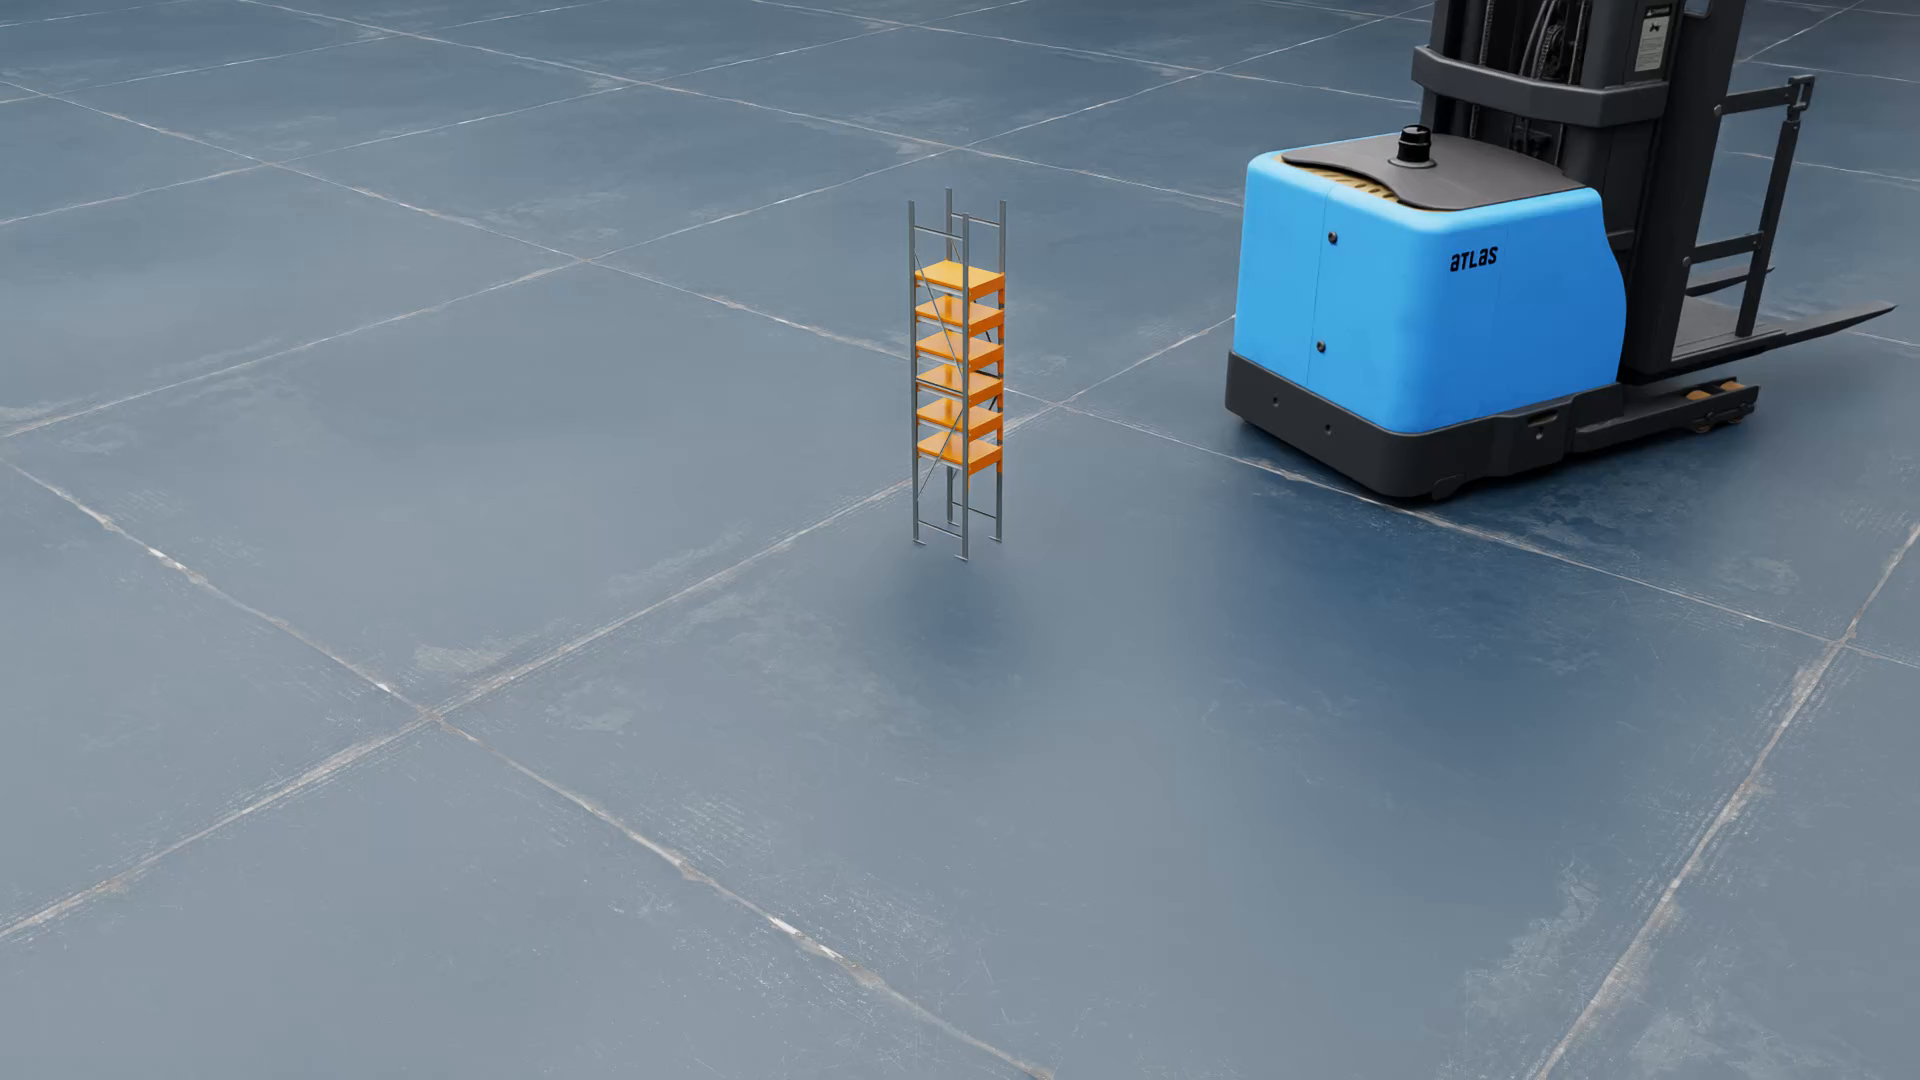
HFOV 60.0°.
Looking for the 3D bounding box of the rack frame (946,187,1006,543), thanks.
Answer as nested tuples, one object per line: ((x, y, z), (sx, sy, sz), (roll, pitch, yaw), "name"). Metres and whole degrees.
((0.049, -0.560, 5.527), (0.240, 1.200, 0.006), (21, 34, 34), "rack frame")

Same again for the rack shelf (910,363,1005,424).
((-0.009, -0.488, 5.485), (0.258, 0.103, 0.180), (21, 34, 34), "rack shelf")

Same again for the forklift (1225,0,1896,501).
((2.594, -1.920, 6.271), (3.031, 2.935, 1.130), (-14, 31, -26), "forklift")

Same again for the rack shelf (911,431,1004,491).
((-0.009, -0.275, 5.595), (0.258, 0.103, 0.180), (21, 34, 34), "rack shelf")

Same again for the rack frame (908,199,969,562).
((-0.067, -0.495, 5.402), (0.240, 1.200, 0.006), (21, 34, 34), "rack frame")

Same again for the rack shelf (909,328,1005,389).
((-0.009, -0.595, 5.430), (0.258, 0.103, 0.180), (21, 34, 34), "rack shelf")

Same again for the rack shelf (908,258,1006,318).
((-0.009, -0.808, 5.319), (0.258, 0.103, 0.180), (21, 34, 34), "rack shelf")

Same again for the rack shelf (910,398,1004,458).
((-0.009, -0.382, 5.540), (0.258, 0.103, 0.180), (21, 34, 34), "rack shelf")

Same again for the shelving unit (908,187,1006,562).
((-0.009, -0.528, 5.464), (0.258, 1.200, 0.189), (21, 34, 34), "shelving unit")

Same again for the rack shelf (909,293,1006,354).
((-0.009, -0.701, 5.375), (0.258, 0.103, 0.180), (21, 34, 34), "rack shelf")
